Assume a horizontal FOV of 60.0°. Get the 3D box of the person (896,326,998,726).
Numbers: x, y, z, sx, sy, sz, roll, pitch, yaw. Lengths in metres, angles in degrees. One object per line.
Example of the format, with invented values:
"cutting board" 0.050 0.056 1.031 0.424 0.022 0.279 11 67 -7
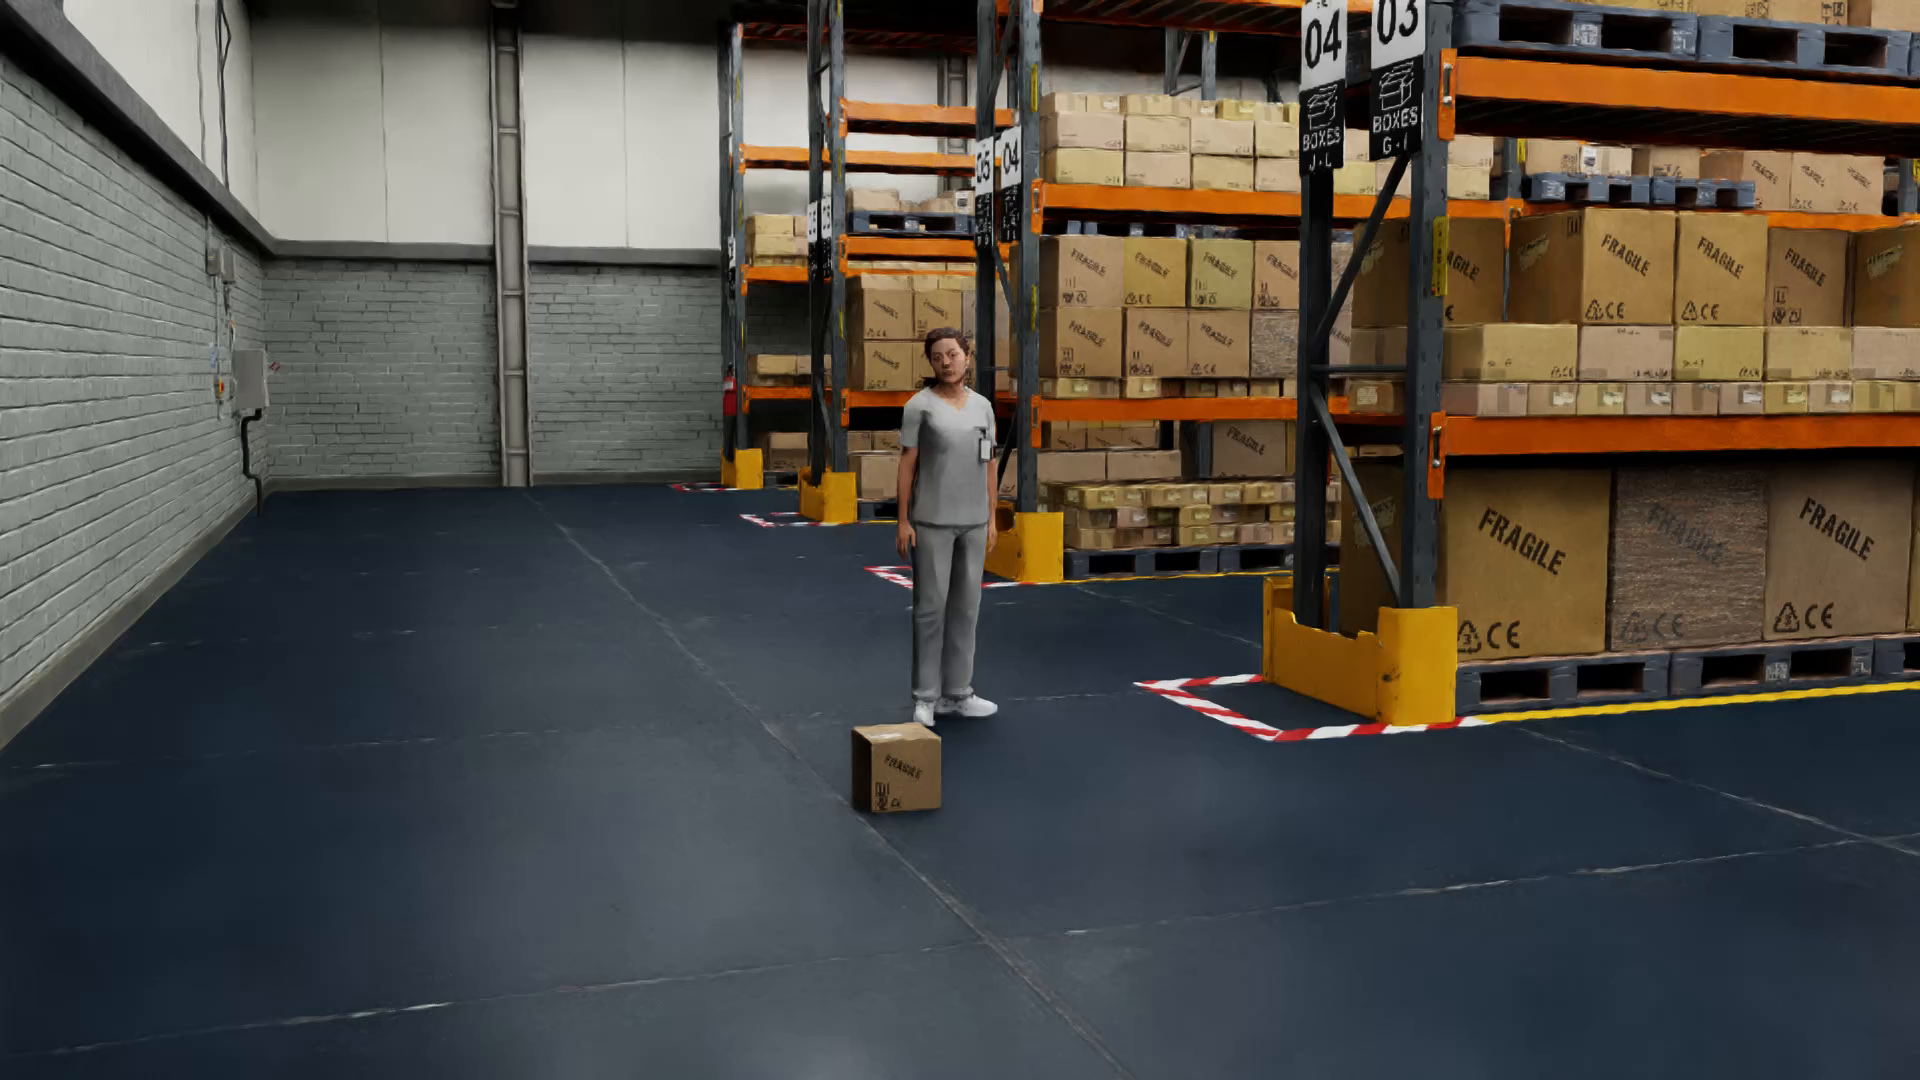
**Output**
"person" -0.051 -0.062 7.046 0.476 1.679 0.360 -3 7 -29
